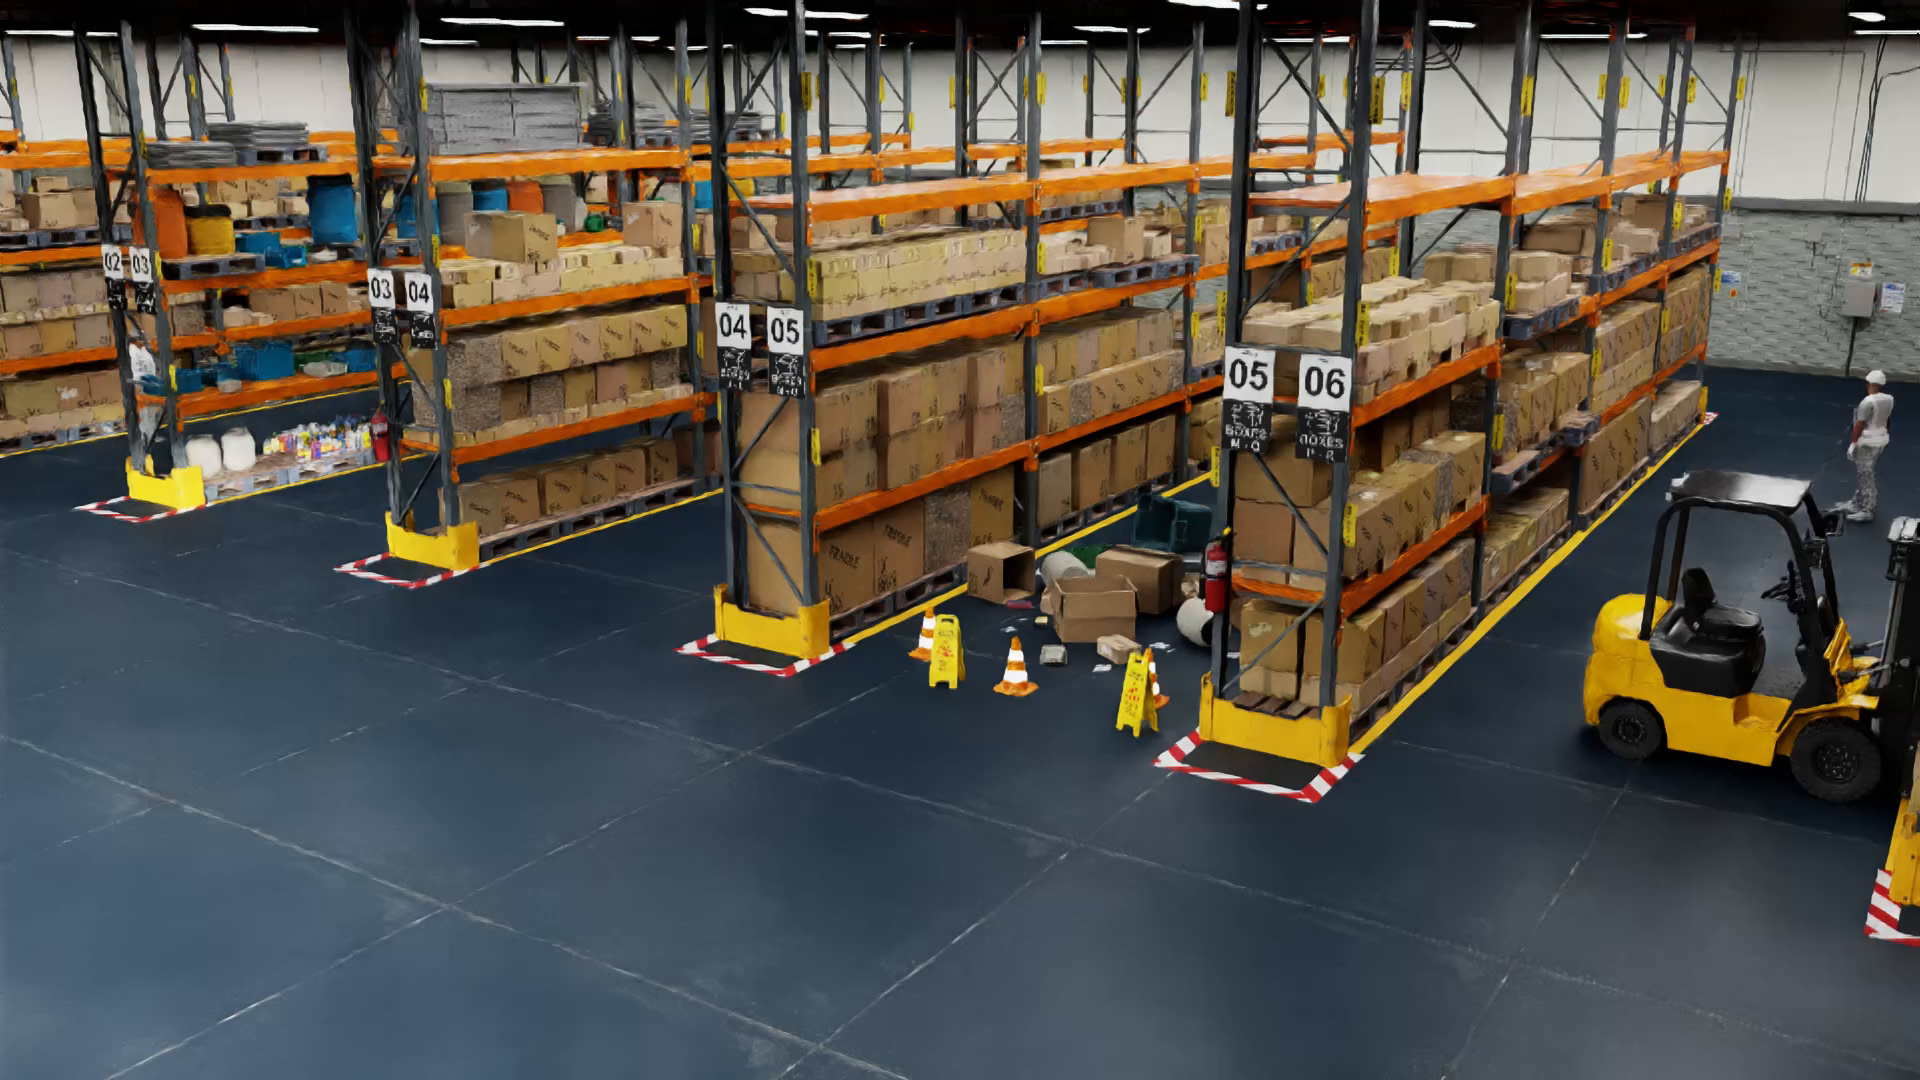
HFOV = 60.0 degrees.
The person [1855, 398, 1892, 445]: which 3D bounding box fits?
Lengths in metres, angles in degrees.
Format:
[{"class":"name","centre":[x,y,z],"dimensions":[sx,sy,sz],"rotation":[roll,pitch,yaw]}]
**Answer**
[{"class":"person","centre":[10.907,-1.439,19.899],"dimensions":[0.584,0.616,0.332],"rotation":[-12,19,-36]}]

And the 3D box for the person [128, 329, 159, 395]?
[{"class":"person","centre":[-11.858,-2.574,24.068],"dimensions":[0.341,0.975,0.524],"rotation":[1,16,4]}]
